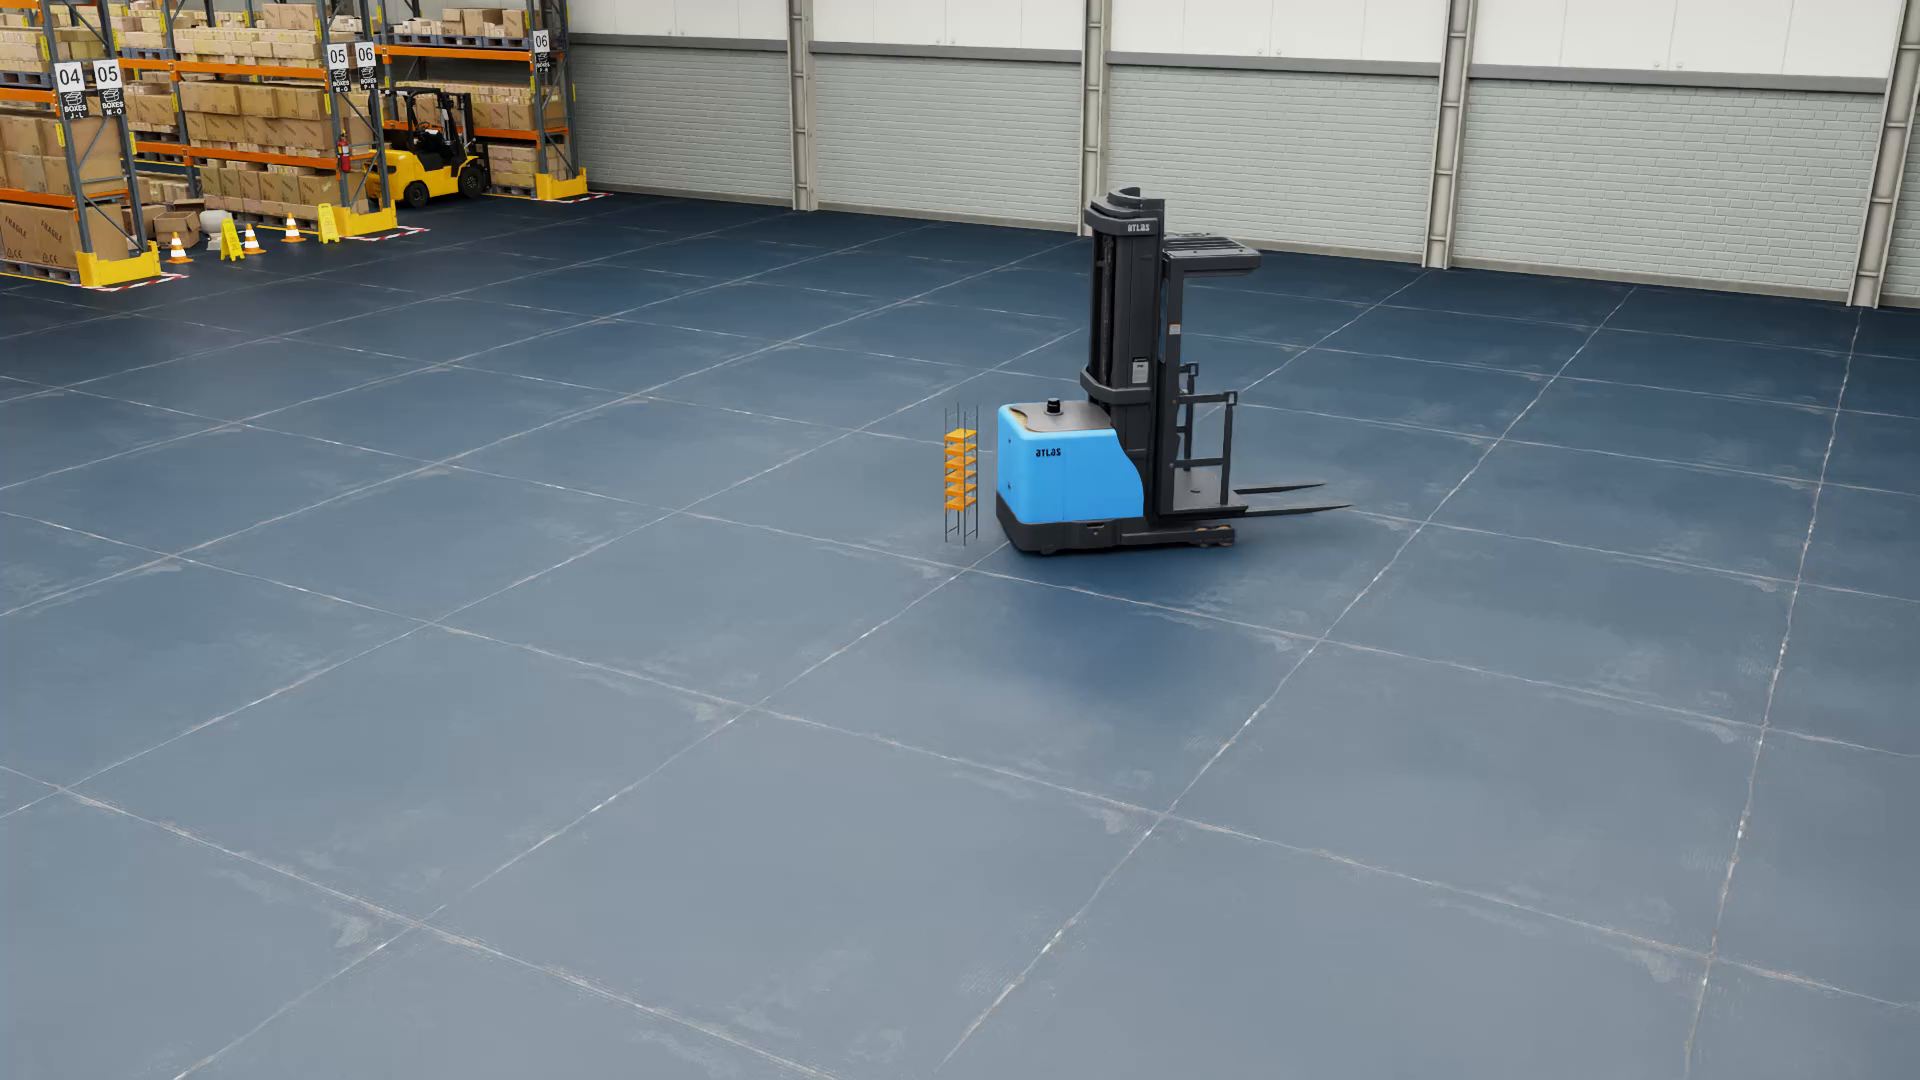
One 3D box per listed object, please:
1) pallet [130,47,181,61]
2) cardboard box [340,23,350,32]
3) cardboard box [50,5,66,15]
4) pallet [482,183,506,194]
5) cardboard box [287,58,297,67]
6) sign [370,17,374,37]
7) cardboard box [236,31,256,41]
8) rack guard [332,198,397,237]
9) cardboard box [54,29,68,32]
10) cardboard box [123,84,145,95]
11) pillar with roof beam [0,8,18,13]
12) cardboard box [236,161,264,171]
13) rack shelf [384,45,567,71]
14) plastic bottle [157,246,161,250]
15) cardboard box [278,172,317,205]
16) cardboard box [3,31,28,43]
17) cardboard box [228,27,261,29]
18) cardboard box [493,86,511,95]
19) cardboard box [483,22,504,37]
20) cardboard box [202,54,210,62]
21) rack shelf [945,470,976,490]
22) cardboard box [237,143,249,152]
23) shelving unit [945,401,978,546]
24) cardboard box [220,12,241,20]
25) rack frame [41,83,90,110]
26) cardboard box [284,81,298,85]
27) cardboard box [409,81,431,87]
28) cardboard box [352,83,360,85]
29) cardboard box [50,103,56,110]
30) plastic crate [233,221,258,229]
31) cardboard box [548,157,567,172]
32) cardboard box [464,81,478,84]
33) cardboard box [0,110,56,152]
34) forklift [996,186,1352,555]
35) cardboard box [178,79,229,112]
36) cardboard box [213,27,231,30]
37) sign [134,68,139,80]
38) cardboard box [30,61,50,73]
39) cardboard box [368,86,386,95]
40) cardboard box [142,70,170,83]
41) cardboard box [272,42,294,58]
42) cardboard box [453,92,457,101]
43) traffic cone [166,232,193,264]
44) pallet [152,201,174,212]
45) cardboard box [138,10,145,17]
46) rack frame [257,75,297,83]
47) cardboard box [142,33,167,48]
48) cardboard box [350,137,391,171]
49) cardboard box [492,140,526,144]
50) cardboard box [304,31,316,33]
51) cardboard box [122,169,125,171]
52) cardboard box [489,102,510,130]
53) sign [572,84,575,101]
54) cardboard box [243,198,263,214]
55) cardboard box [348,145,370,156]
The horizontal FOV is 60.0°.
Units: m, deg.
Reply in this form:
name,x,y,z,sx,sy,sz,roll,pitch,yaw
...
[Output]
name,x,y,z,sx,sy,sz,roll,pitch,yaw
pallet,-14.411,-8.985,30.612,1.003,0.211,1.213,11,23,27
cardboard box,-12.615,-10.636,34.494,0.250,0.149,0.380,11,23,27
cardboard box,-20.838,-12.399,38.799,0.500,0.250,0.500,10,22,26
pallet,-9.764,-7.349,34.315,1.213,0.211,1.003,11,23,27
cardboard box,-11.329,-8.217,28.590,0.250,0.149,0.380,12,23,29
sign,-10.168,-8.846,28.672,0.005,0.325,0.100,11,23,27
cardboard box,-12.411,-8.812,29.059,0.250,0.149,0.380,11,23,28
rack guard,-10.498,-5.701,29.348,0.348,0.500,1.175,11,23,27
cardboard box,-13.336,-7.519,24.732,0.250,0.149,0.380,10,22,27
cardboard box,-15.296,-8.377,30.909,0.250,0.149,0.380,10,22,25
pillar with roof beam,-25.997,-13.258,37.718,0.400,9.000,9.100,11,23,27
cardboard box,-12.775,-6.745,29.926,0.250,0.149,0.380,12,23,30
rack shelf,-9.761,-9.746,33.491,4.000,0.370,1.077,11,23,27
plastic bottle,-13.451,-4.851,27.648,0.283,0.061,0.133,3,20,9
cardboard box,-11.716,-6.262,29.546,0.500,0.500,0.500,12,23,29
cardboard box,-13.658,-7.324,24.194,0.250,0.149,0.380,11,23,28
cardboard box,-15.565,-11.025,36.181,0.500,0.250,0.500,10,22,26
cardboard box,-9.083,-8.961,33.136,0.250,0.149,0.380,11,23,28
cardboard box,-9.108,-10.023,32.632,0.258,0.266,0.396,11,23,27
cardboard box,-13.300,-8.627,29.719,0.250,0.149,0.380,11,23,27
rack shelf,0.013,-0.520,14.169,0.180,0.103,0.258,11,23,27
cardboard box,-12.693,-7.047,29.762,0.250,0.149,0.380,11,23,28
shelving unit,0.013,-0.562,14.154,0.189,1.200,0.258,11,23,27
cardboard box,-15.878,-11.412,36.228,0.250,0.149,0.380,10,22,26
rack frame,-17.416,-8.194,32.555,0.127,3.000,1.000,11,23,27
cardboard box,-14.394,-9.804,35.897,0.250,0.149,0.380,11,23,29
cardboard box,-11.092,-9.346,34.197,0.250,0.149,0.380,11,23,28
cardboard box,-12.796,-9.709,35.634,0.250,0.149,0.380,11,22,27
cardboard box,-17.136,-8.434,32.019,0.500,0.500,0.500,10,22,26
plastic crate,-12.953,-5.651,29.826,0.583,0.080,0.402,3,20,9
cardboard box,-8.324,-7.622,33.661,0.500,0.250,0.500,11,23,28
cardboard box,-9.978,-9.313,34.106,0.250,0.149,0.380,11,22,27
cardboard box,-14.011,-6.222,25.315,0.550,0.550,0.875,11,23,27
forklift,1.887,-1.487,14.165,3.031,2.935,1.130,-4,20,-11
cardboard box,-13.646,-8.048,30.103,0.500,0.500,0.700,11,22,27
cardboard box,-13.277,-9.187,30.094,0.250,0.149,0.380,10,22,26
sign,-18.749,-10.582,37.868,0.005,0.325,0.100,11,23,27
cardboard box,-13.213,-6.864,24.096,0.250,0.149,0.380,11,23,27
cardboard box,-12.147,-9.387,34.747,0.250,0.149,0.380,10,22,27
cardboard box,-18.178,-10.435,37.970,0.500,0.500,0.700,11,23,29
cardboard box,-11.442,-8.436,28.607,0.500,0.250,0.500,10,22,27
cardboard box,-10.017,-8.965,33.582,0.250,0.149,0.380,10,22,26
traffic cone,-12.529,-4.692,26.620,0.334,0.463,0.336,11,23,27
pallet,-14.605,-6.347,31.552,1.213,0.211,1.003,11,23,27
cardboard box,-18.177,-11.810,37.295,0.250,0.149,0.380,11,23,28
rack frame,-14.999,-9.672,36.630,0.127,3.000,1.000,11,23,27
cardboard box,-14.505,-9.120,30.313,0.500,0.250,0.500,10,22,26
cardboard box,-12.641,-8.303,35.722,0.625,0.625,0.875,11,22,27
cardboard box,-9.211,-8.021,34.029,0.500,0.250,0.500,11,22,27
cardboard box,-11.242,-8.811,29.057,0.250,0.149,0.380,11,23,27
cardboard box,-16.928,-7.059,32.664,0.625,0.372,0.950,9,22,24
cardboard box,-9.021,-8.481,33.201,0.500,0.500,0.500,12,23,29
sign,-7.739,-8.950,33.254,0.005,0.325,0.100,11,23,27
cardboard box,-12.605,-6.082,30.150,0.500,0.250,0.500,10,22,27
cardboard box,-10.628,-6.863,29.256,0.250,0.149,0.380,11,23,28
